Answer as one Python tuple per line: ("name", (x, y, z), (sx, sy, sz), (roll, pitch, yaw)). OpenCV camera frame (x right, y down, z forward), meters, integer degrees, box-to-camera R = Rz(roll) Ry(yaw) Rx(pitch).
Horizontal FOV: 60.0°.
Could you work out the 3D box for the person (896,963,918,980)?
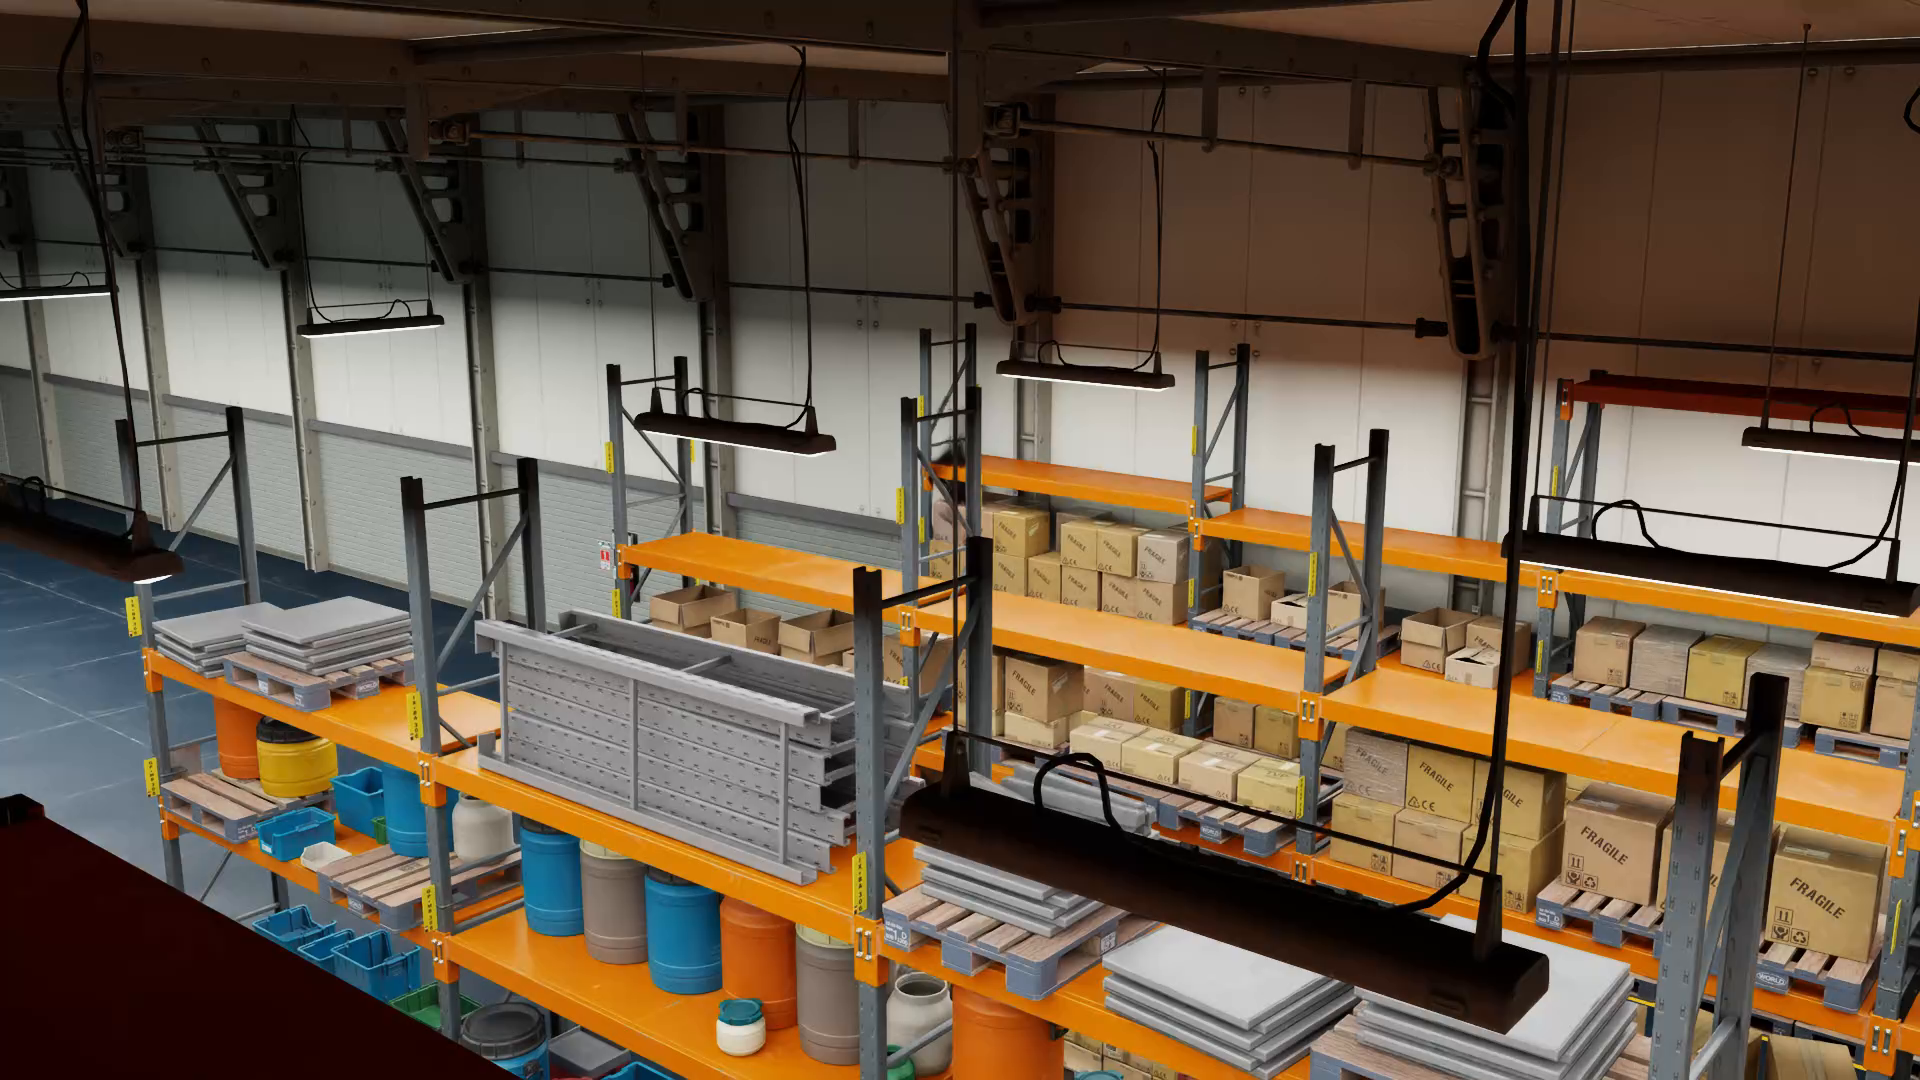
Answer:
("person", (-0.305, 4.262, 13.756), (0.707, 1.582, 0.559), (11, 17, 41))
